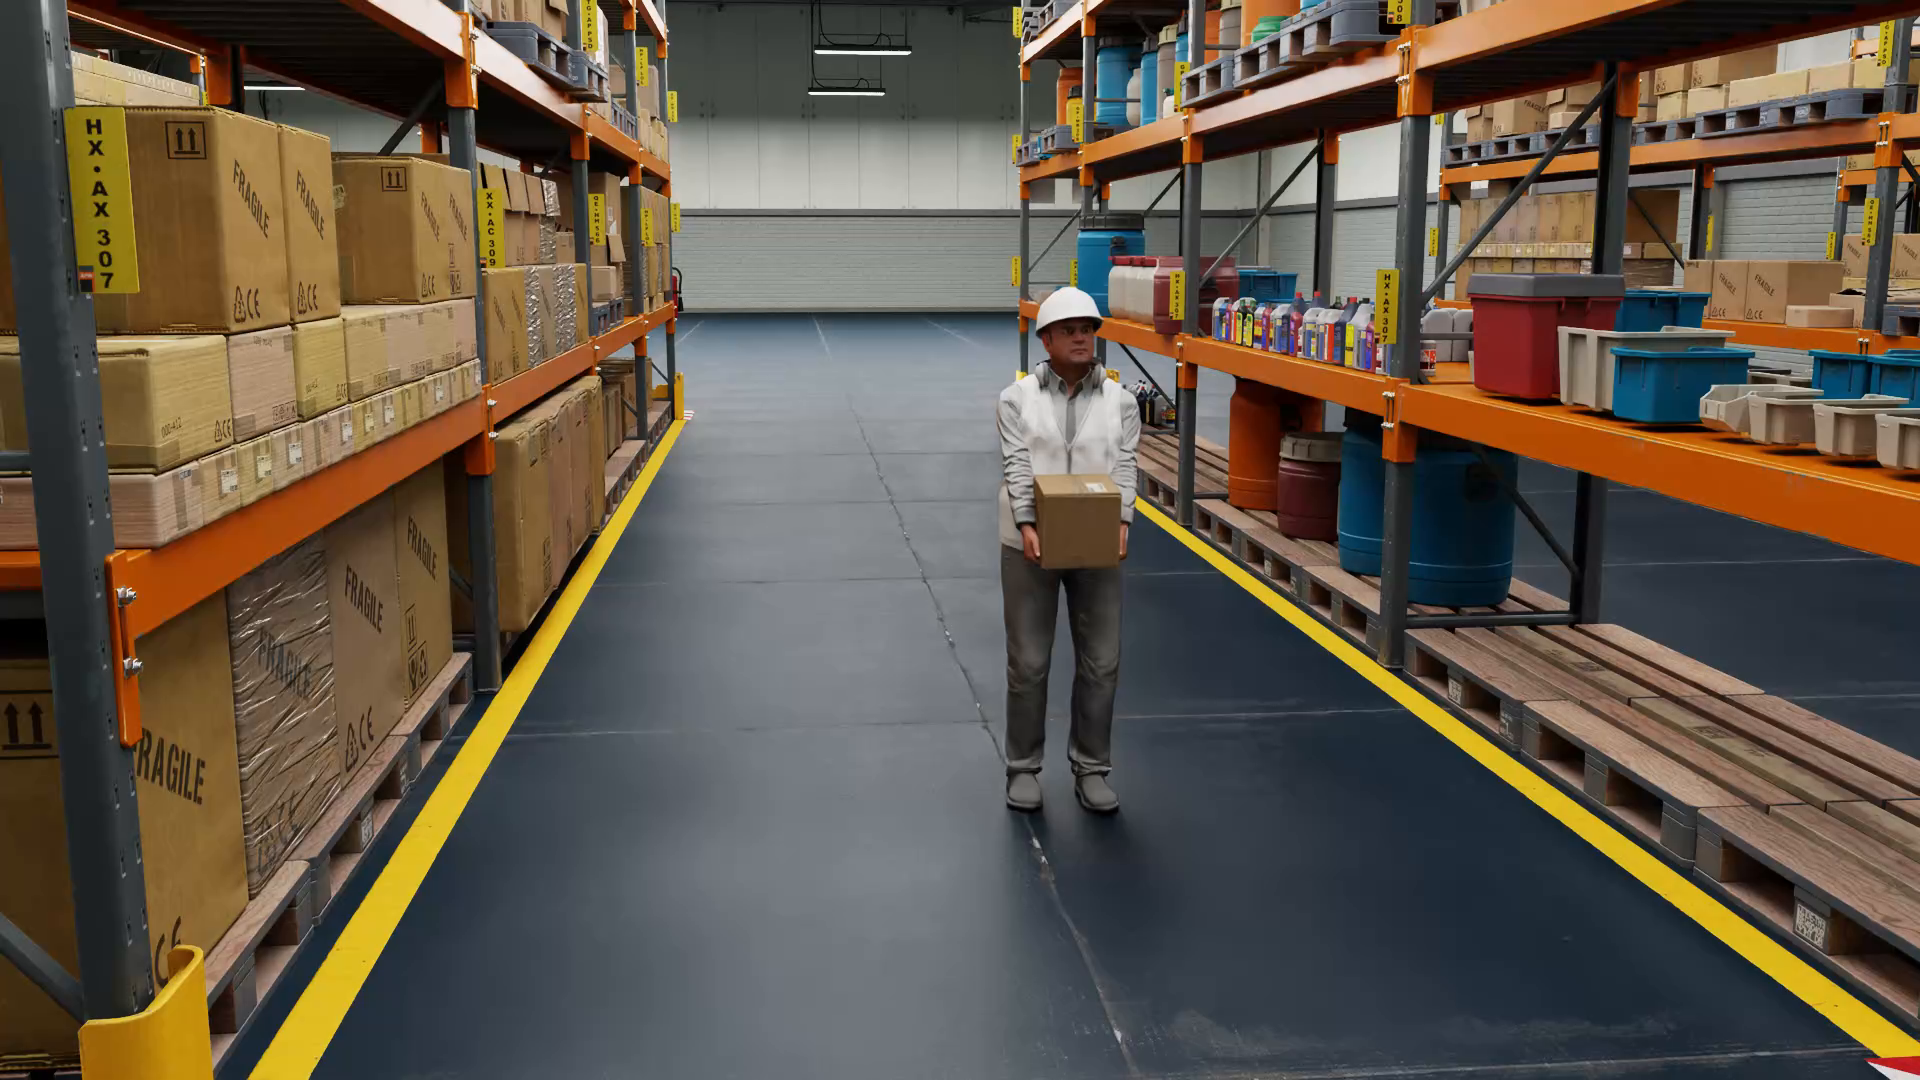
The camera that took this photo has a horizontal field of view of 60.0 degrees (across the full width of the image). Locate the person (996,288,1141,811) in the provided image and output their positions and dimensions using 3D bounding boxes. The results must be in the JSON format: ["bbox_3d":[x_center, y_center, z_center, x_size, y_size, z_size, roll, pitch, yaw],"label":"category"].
[{"bbox_3d":[0.378,0.041,5.614,0.494,1.762,0.554,-1,10,-5],"label":"person"}]
